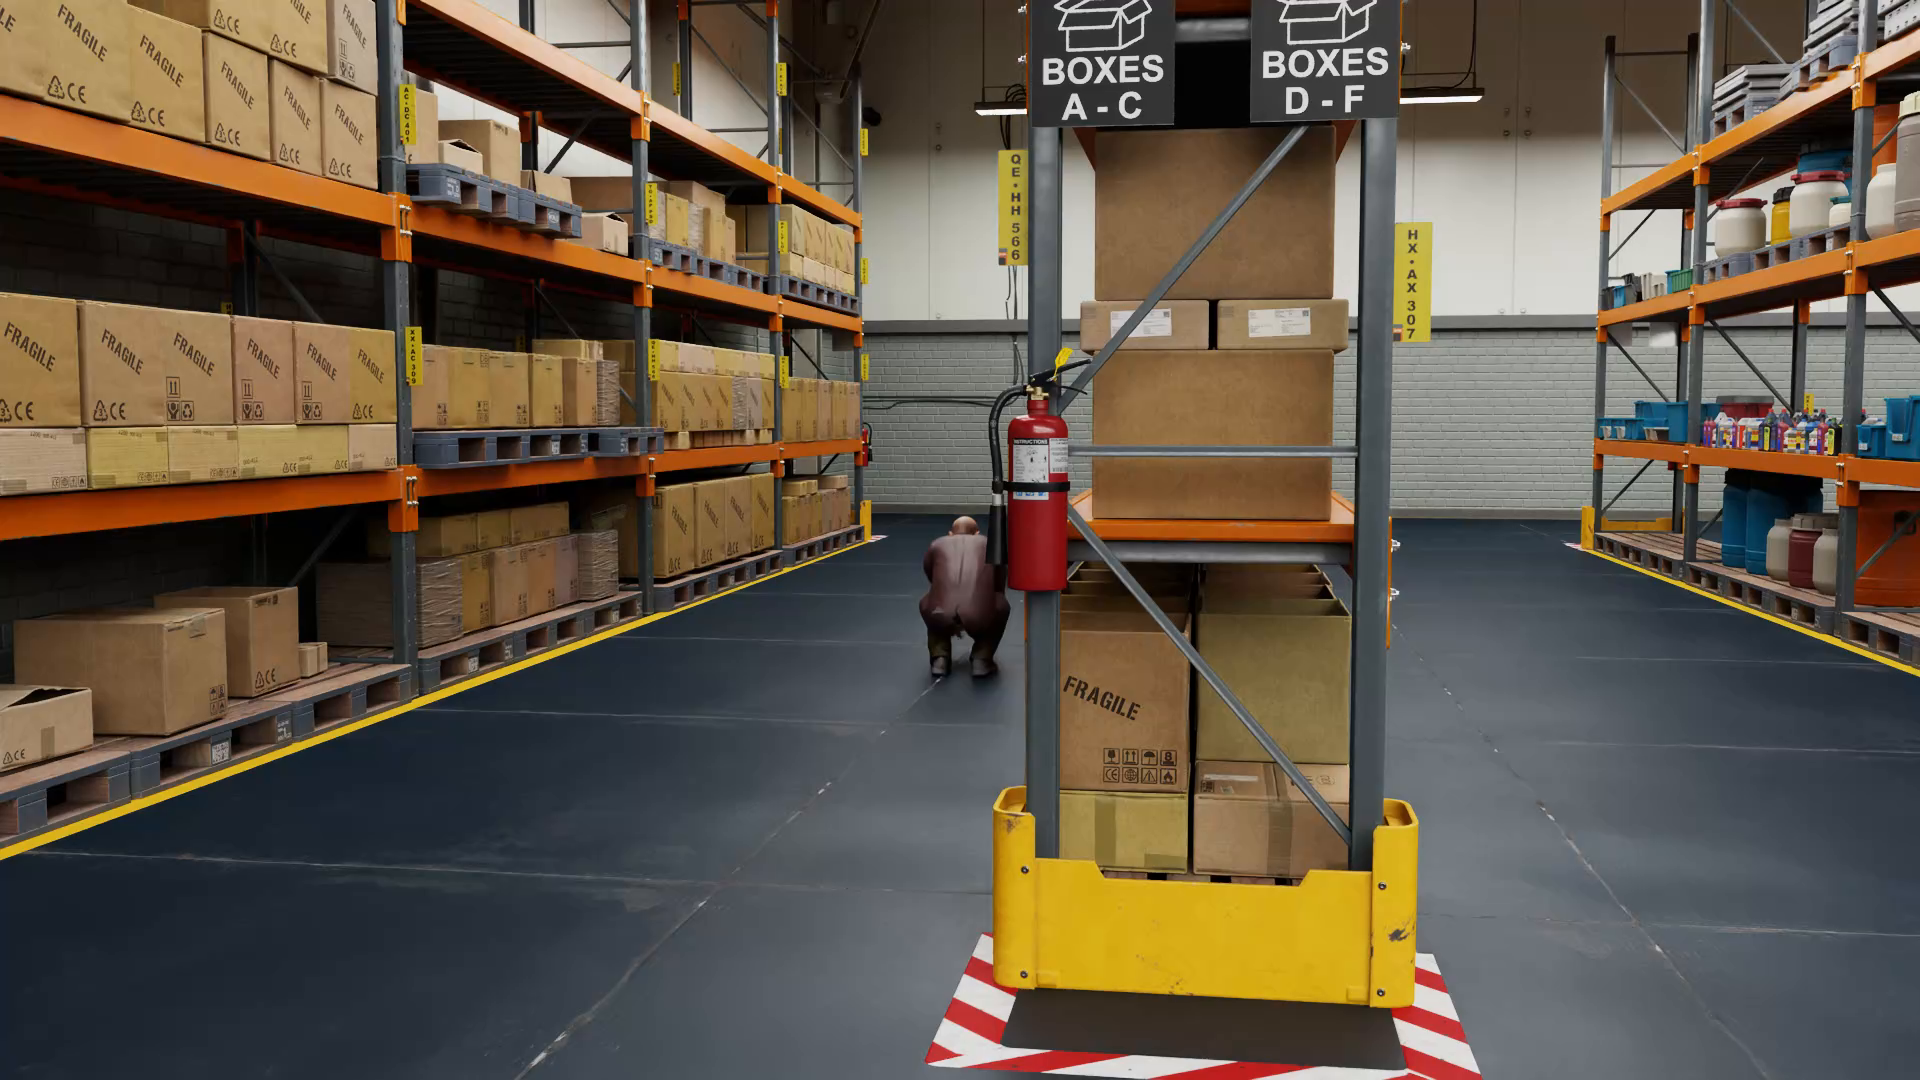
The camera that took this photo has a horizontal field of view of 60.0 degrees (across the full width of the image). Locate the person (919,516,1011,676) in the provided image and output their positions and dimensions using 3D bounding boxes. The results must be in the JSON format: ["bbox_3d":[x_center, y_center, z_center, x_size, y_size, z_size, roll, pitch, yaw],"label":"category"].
[{"bbox_3d":[0.045,0.351,10.549,0.581,0.938,1.014,1,4,8],"label":"person"}]
